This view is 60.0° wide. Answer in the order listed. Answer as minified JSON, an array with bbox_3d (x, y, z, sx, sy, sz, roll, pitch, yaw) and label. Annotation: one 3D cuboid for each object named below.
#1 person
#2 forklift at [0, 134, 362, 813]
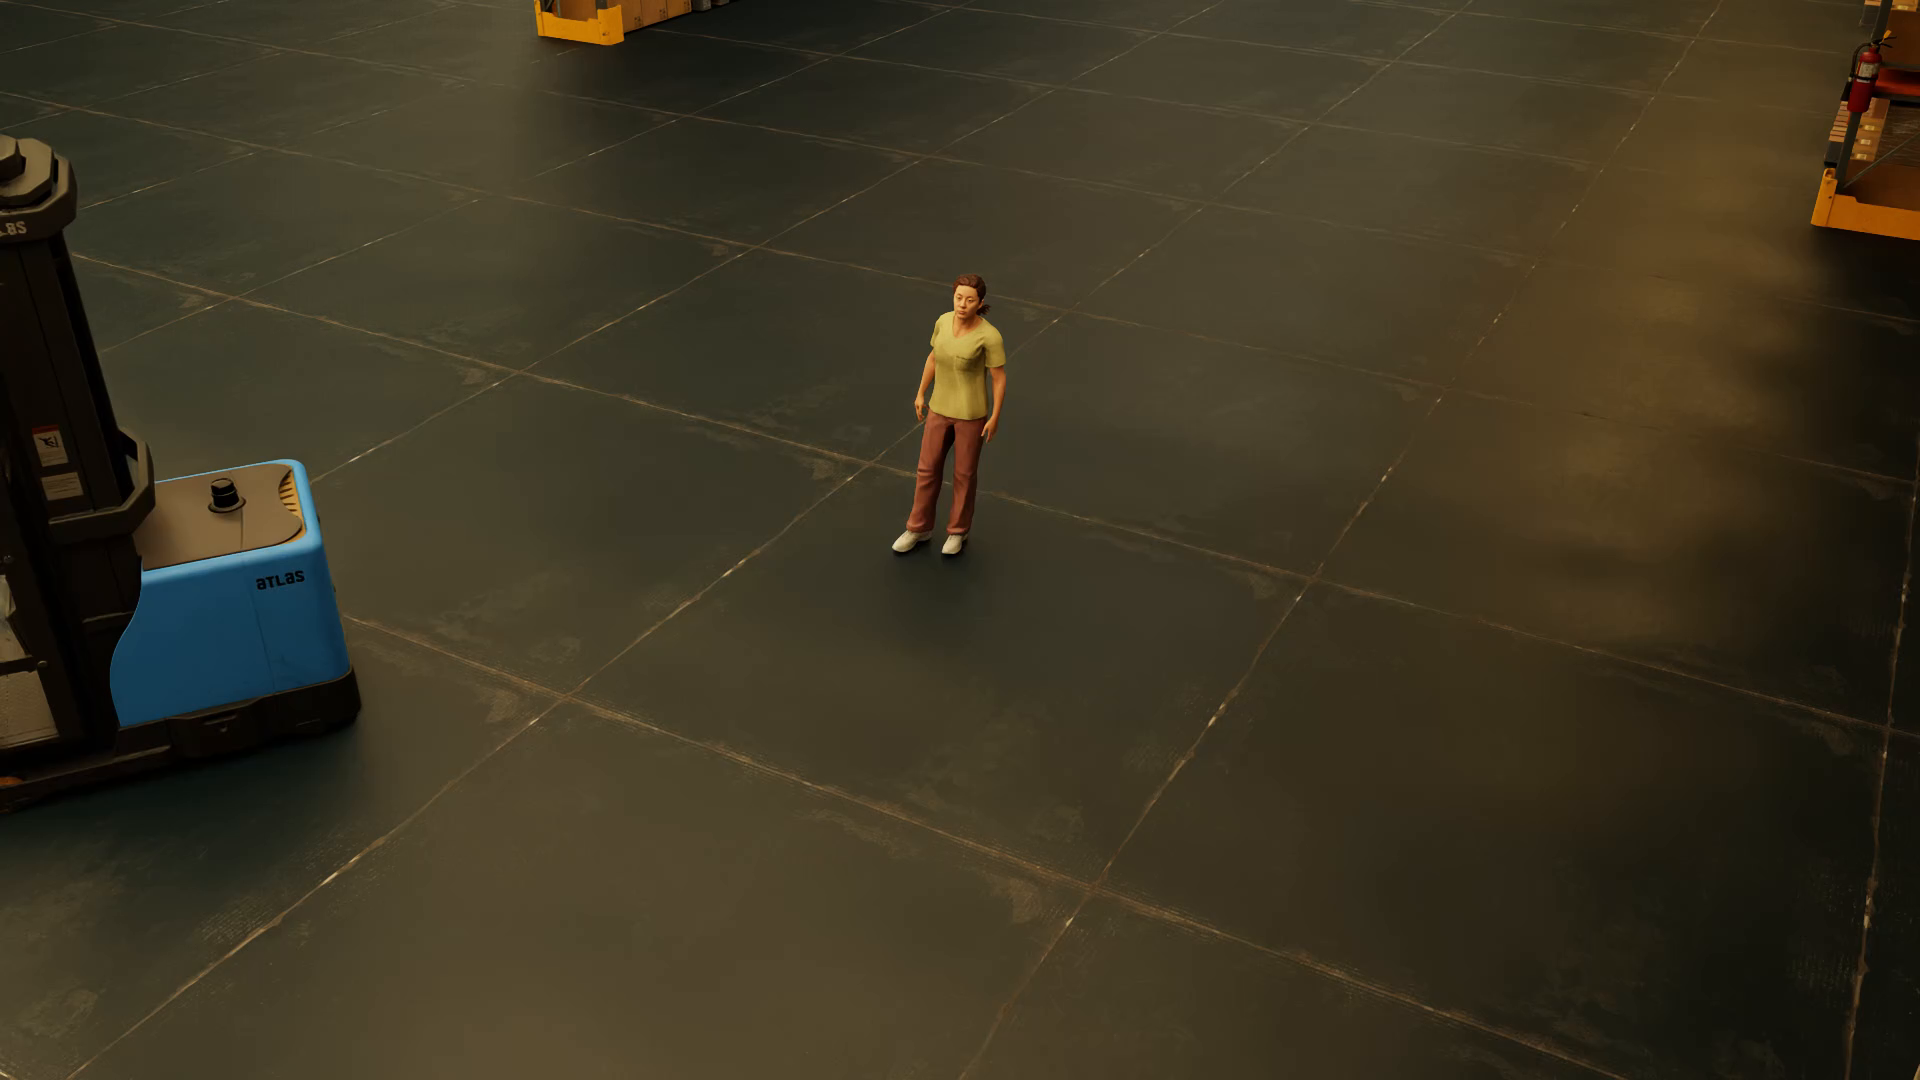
[{"bbox_3d":[-0.046,-0.703,9.529,0.553,1.673,0.548,15,33,25],"label":"person"},{"bbox_3d":[-4.583,-0.254,7.511,3.031,2.935,1.130,-13,32,-21],"label":"forklift"}]
